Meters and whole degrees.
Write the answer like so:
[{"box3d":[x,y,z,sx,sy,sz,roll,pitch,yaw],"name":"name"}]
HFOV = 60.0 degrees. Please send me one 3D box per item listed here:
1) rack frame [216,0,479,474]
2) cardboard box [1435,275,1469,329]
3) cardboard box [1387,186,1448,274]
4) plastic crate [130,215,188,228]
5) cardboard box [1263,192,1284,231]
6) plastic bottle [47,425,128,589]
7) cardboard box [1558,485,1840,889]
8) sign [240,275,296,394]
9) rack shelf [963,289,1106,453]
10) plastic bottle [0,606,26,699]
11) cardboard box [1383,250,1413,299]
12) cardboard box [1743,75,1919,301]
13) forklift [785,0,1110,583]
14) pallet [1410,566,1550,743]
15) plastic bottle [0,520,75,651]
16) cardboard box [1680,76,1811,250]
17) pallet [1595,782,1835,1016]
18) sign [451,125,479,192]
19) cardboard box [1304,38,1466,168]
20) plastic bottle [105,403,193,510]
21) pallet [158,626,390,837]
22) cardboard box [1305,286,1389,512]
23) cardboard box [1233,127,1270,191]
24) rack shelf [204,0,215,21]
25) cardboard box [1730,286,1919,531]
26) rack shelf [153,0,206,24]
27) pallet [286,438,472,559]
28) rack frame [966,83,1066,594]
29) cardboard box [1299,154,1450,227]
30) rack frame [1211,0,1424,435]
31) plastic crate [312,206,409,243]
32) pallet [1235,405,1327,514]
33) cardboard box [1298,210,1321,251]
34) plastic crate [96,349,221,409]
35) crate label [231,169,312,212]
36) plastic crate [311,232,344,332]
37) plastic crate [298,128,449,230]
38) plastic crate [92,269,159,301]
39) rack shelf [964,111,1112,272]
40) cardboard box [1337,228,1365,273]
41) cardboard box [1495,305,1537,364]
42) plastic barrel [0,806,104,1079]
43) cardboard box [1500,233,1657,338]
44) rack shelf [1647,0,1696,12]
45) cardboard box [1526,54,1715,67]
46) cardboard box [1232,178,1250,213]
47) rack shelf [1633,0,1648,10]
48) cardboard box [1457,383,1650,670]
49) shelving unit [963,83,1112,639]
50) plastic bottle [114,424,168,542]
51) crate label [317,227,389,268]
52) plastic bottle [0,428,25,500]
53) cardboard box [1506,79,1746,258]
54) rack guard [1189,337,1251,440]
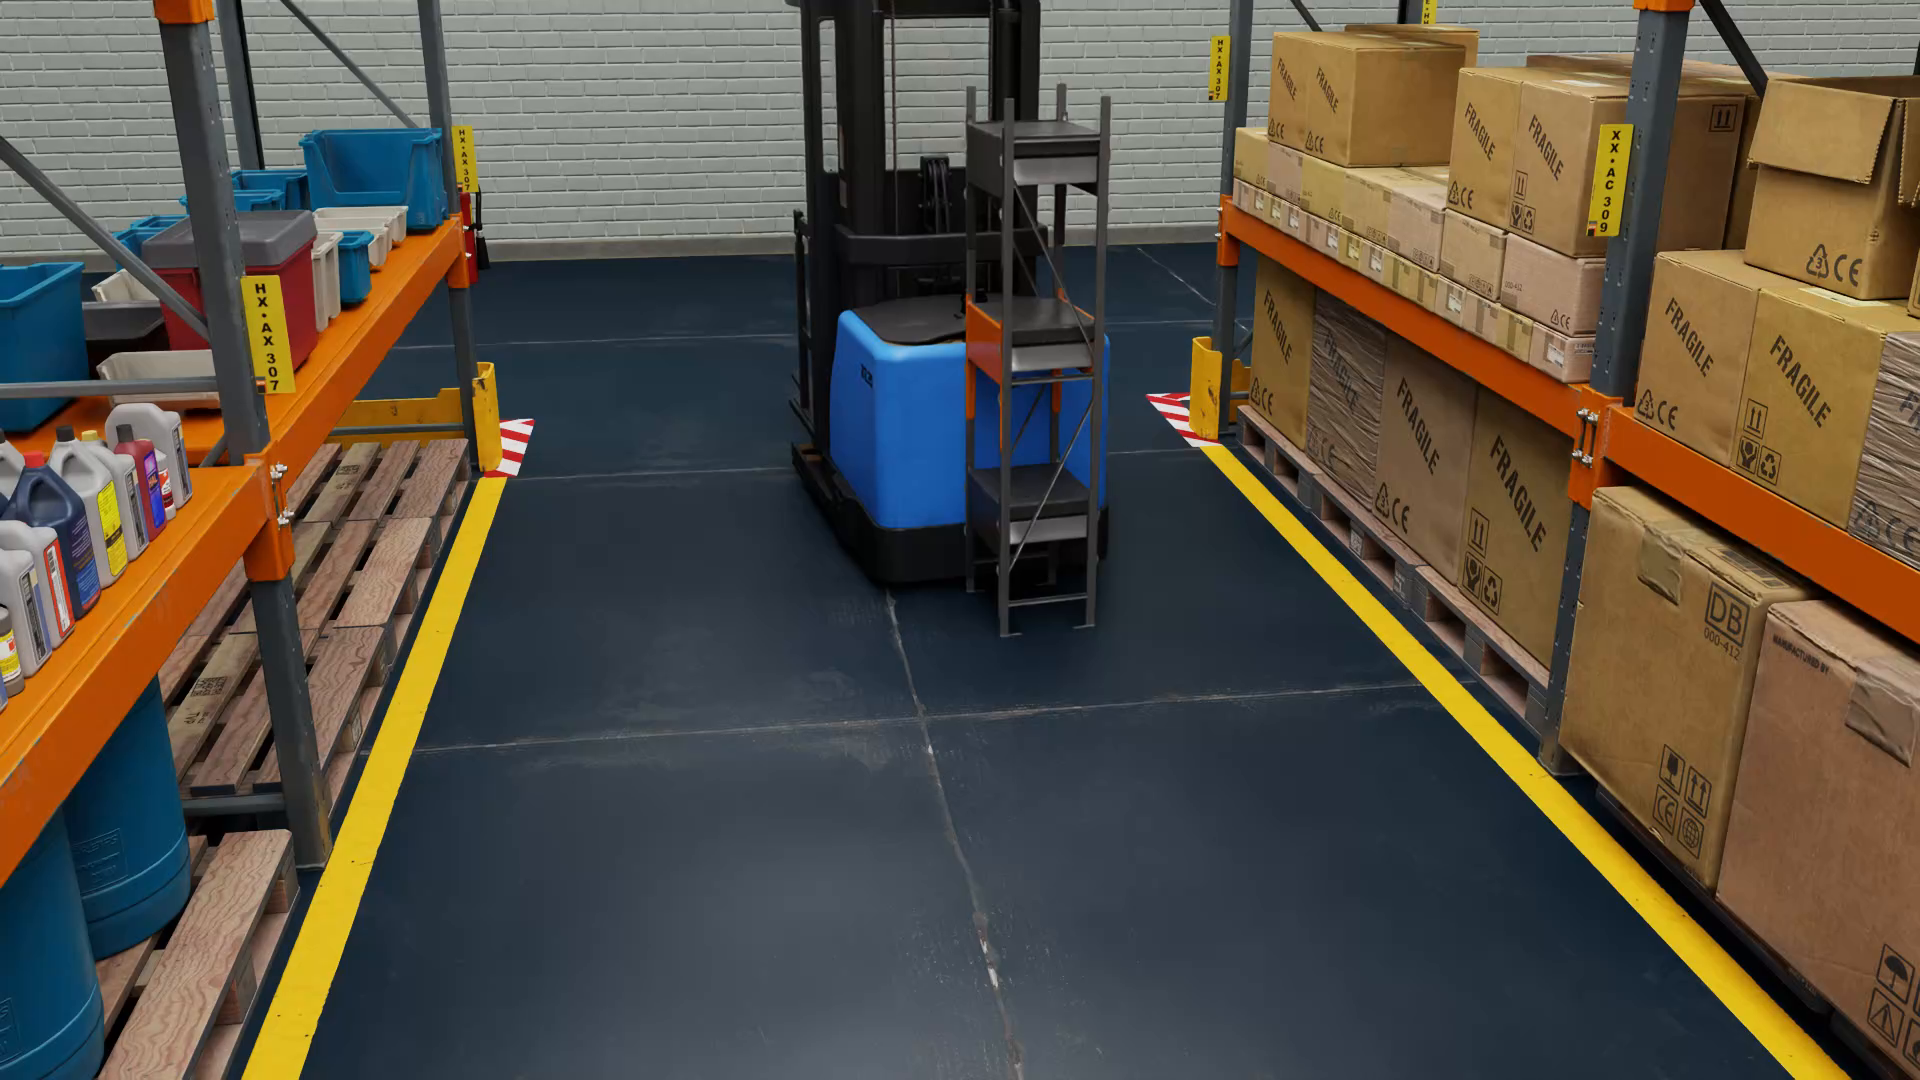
[{"box3d":[-3.003,-1.785,8.209,1.000,3.000,0.127,-3,21,-8],"name":"rack frame"},{"box3d":[1.995,-0.889,6.167,0.380,0.149,0.250,-3,21,-7],"name":"cardboard box"},{"box3d":[2.001,-1.215,6.471,0.500,0.250,0.500,-2,21,-7],"name":"cardboard box"},{"box3d":[-3.104,-1.177,6.734,0.416,0.233,0.300,-3,21,-8],"name":"plastic crate"},{"box3d":[1.698,-1.601,8.073,0.380,0.149,0.250,-3,21,-9],"name":"cardboard box"},{"box3d":[-1.970,-0.076,3.702,0.144,0.351,0.185,-3,21,-8],"name":"plastic bottle"},{"box3d":[2.587,0.369,4.878,1.225,0.875,0.875,-3,21,-8],"name":"cardboard box"},{"box3d":[-1.882,-0.557,4.525,0.100,0.325,0.005,-3,21,-8],"name":"sign"},{"box3d":[0.286,-0.678,6.570,0.431,0.518,0.480,-6,21,-15],"name":"rack shelf"},{"box3d":[-1.861,0.199,3.180,0.097,0.201,0.097,0,20,0],"name":"plastic bottle"},{"box3d":[1.921,-1.067,6.644,0.380,0.149,0.250,-3,21,-9],"name":"cardboard box"},{"box3d":[2.575,-0.946,4.386,0.797,0.503,0.637,-3,21,-9],"name":"cardboard box"},{"box3d":[-0.244,-1.675,8.012,1.130,2.935,3.031,-6,21,-15],"name":"forklift"},{"box3d":[2.442,0.389,6.373,1.003,0.211,1.213,-3,21,-8],"name":"pallet"},{"box3d":[-1.925,0.079,3.395,0.152,0.276,0.135,-3,21,-8],"name":"plastic bottle"},{"box3d":[2.659,-1.249,5.492,0.500,0.500,0.500,-3,21,-8],"name":"cardboard box"},{"box3d":[2.660,0.919,4.953,1.003,0.211,1.213,-3,21,-8],"name":"pallet"},{"box3d":[-2.461,-1.895,8.270,0.100,0.325,0.005,-3,21,-8],"name":"sign"},{"box3d":[1.853,-1.924,7.297,0.500,0.500,0.500,-3,21,-9],"name":"cardboard box"},{"box3d":[-2.050,-0.222,4.201,0.152,0.276,0.135,-3,21,-8],"name":"plastic bottle"},{"box3d":[-2.571,0.653,5.666,1.003,0.211,1.213,-3,21,-8],"name":"pallet"},{"box3d":[2.201,-0.704,7.750,0.875,0.875,0.875,-3,21,-8],"name":"cardboard box"},{"box3d":[1.700,-1.924,8.371,0.500,0.250,0.500,-3,21,-9],"name":"cardboard box"},{"box3d":[-2.715,-2.161,5.956,1.077,0.370,4.000,-3,21,-8],"name":"rack shelf"},{"box3d":[2.367,-0.351,4.226,0.500,0.500,0.500,-3,21,-8],"name":"cardboard box"},{"box3d":[-2.138,-0.776,2.248,1.077,0.370,4.000,-3,21,-8],"name":"rack shelf"},{"box3d":[-2.923,-0.192,7.927,1.003,0.211,1.213,-3,21,-8],"name":"pallet"},{"box3d":[0.219,-0.773,6.785,0.400,2.100,0.015,-6,21,-15],"name":"rack frame"},{"box3d":[1.850,-1.571,7.424,0.500,0.250,0.500,-4,21,-10],"name":"cardboard box"},{"box3d":[1.898,-2.035,8.878,1.000,3.000,0.127,-3,21,-8],"name":"rack frame"},{"box3d":[-2.706,-1.417,7.513,0.396,0.136,0.243,-3,21,-8],"name":"plastic crate"},{"box3d":[2.091,-0.456,8.635,1.003,0.211,1.213,-3,21,-8],"name":"pallet"},{"box3d":[1.773,-1.422,7.596,0.380,0.149,0.250,-3,21,-9],"name":"cardboard box"},{"box3d":[-2.352,-0.473,4.988,0.396,0.136,0.243,-3,21,-8],"name":"plastic crate"},{"box3d":[-3.293,-1.633,7.955,0.416,0.233,0.303,-3,21,-8],"name":"crate label"},{"box3d":[-2.464,-0.911,5.952,0.437,0.282,0.530,-3,21,-8],"name":"plastic crate"},{"box3d":[-2.770,-1.724,7.907,0.616,0.435,0.499,-3,21,-8],"name":"plastic crate"},{"box3d":[-2.975,-0.893,6.111,0.293,0.136,0.466,-3,21,-8],"name":"plastic crate"},{"box3d":[0.286,-1.334,6.325,0.431,0.518,0.480,-6,21,-15],"name":"rack shelf"},{"box3d":[1.846,-1.245,7.123,0.380,0.149,0.250,-3,21,-9],"name":"cardboard box"},{"box3d":[2.069,-0.711,5.692,0.380,0.149,0.250,-3,21,-7],"name":"cardboard box"},{"box3d":[-2.263,0.820,3.632,0.600,0.901,0.708,-3,21,-8],"name":"plastic barrel"},{"box3d":[2.151,-0.859,5.518,0.500,0.250,0.500,-3,21,-9],"name":"cardboard box"},{"box3d":[2.763,-1.026,2.917,1.077,0.370,4.000,-3,21,-8],"name":"rack shelf"},{"box3d":[2.516,-1.600,6.431,0.500,0.500,0.500,-4,21,-9],"name":"cardboard box"},{"box3d":[1.623,-1.778,8.548,0.380,0.149,0.250,-3,21,-7],"name":"cardboard box"},{"box3d":[2.186,-2.411,6.625,1.077,0.370,4.000,-3,21,-8],"name":"rack shelf"},{"box3d":[2.459,-0.084,6.091,0.875,0.875,0.875,-3,21,-8],"name":"cardboard box"},{"box3d":[0.286,-0.691,6.565,0.431,2.100,0.503,-6,21,-15],"name":"shelving unit"},{"box3d":[-1.971,-0.148,3.992,0.061,0.283,0.133,-3,21,-8],"name":"plastic bottle"},{"box3d":[-2.615,-1.220,6.988,0.396,0.136,0.243,-3,21,-8],"name":"crate label"},{"box3d":[-2.113,-0.068,3.682,0.144,0.351,0.185,-3,21,-8],"name":"plastic bottle"},{"box3d":[2.144,-1.216,5.403,0.500,0.500,0.500,-2,21,-6],"name":"cardboard box"},{"box3d":[1.895,-0.873,9.338,1.175,0.500,0.348,-3,21,-8],"name":"rack guard"}]
